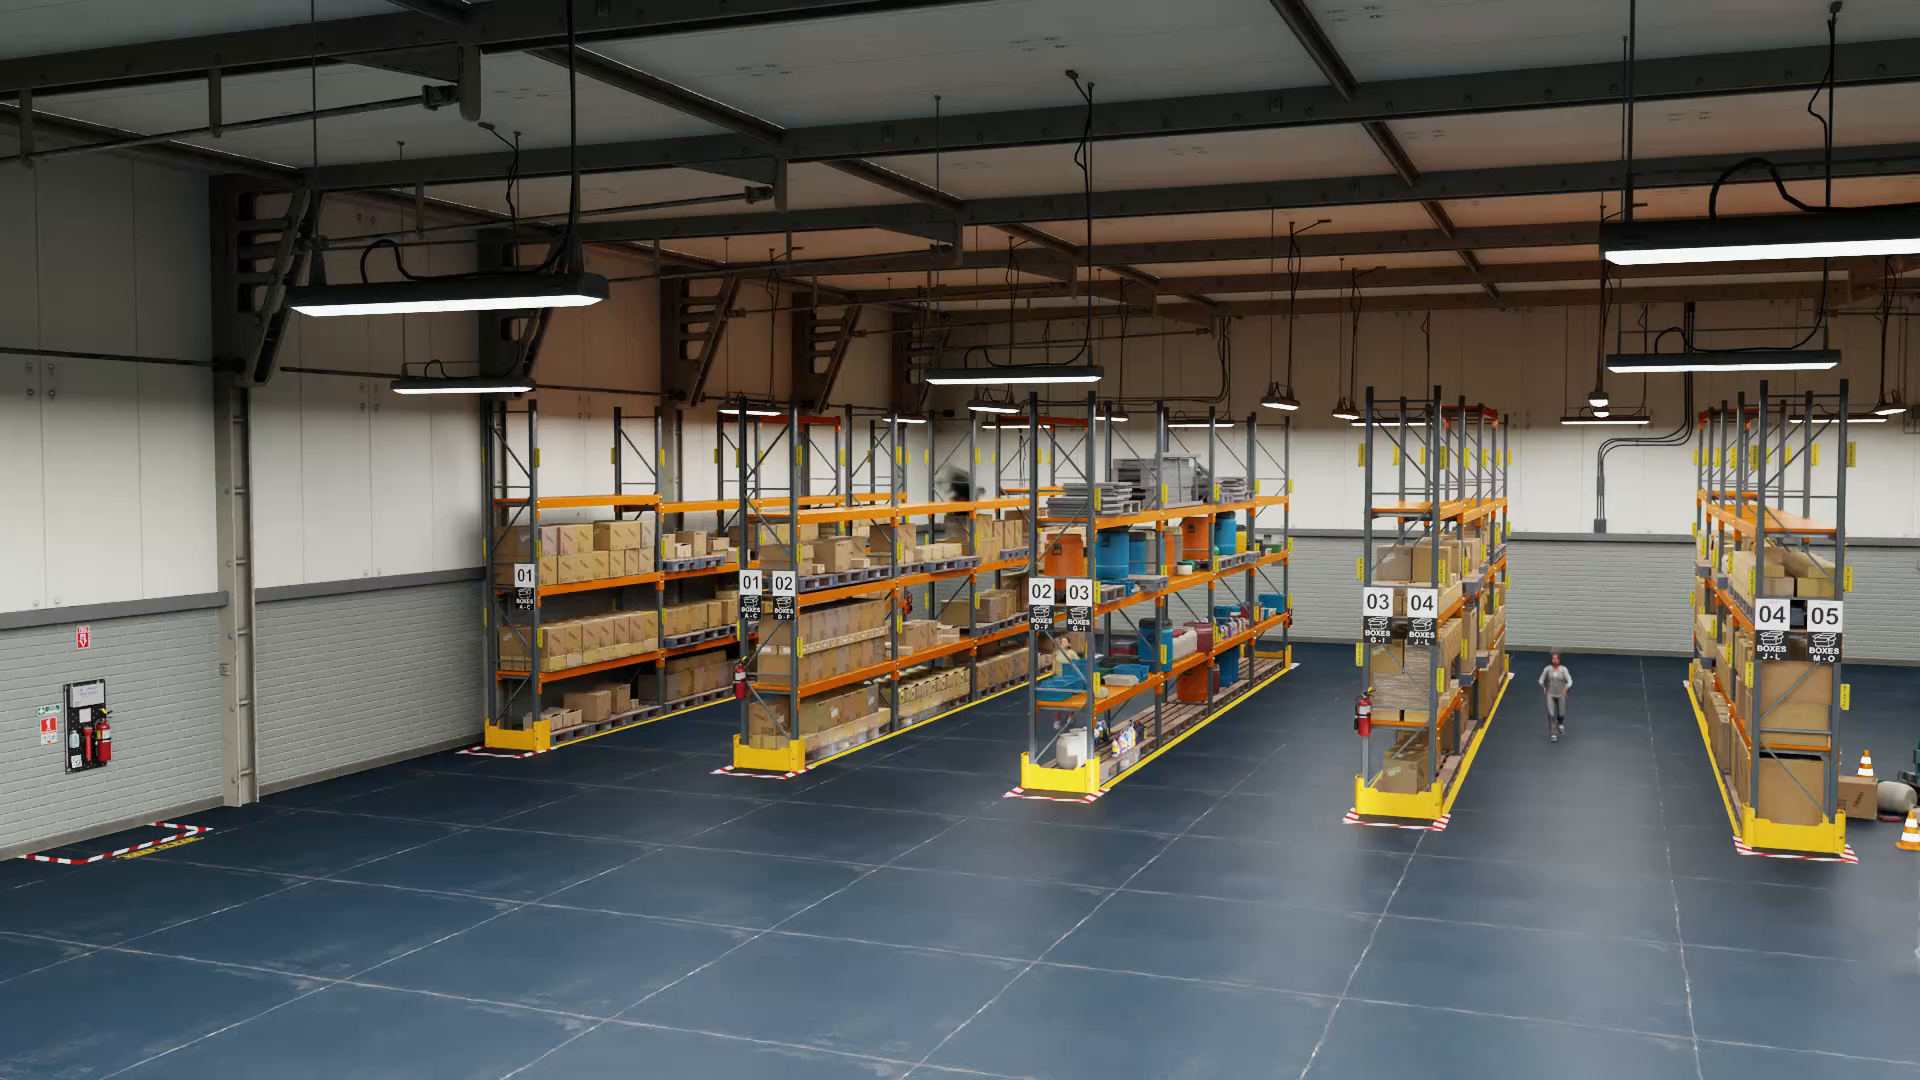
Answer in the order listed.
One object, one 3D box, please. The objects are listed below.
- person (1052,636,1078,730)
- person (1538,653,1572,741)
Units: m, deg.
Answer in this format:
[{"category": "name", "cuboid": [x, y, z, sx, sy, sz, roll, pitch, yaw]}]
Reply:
[{"category": "person", "cuboid": [1.950, 2.630, 30.900, 0.552, 1.715, 0.830, 1, 3, 17]}, {"category": "person", "cuboid": [10.539, 2.772, 29.470, 0.560, 1.550, 0.562, 1, 3, 21]}]
